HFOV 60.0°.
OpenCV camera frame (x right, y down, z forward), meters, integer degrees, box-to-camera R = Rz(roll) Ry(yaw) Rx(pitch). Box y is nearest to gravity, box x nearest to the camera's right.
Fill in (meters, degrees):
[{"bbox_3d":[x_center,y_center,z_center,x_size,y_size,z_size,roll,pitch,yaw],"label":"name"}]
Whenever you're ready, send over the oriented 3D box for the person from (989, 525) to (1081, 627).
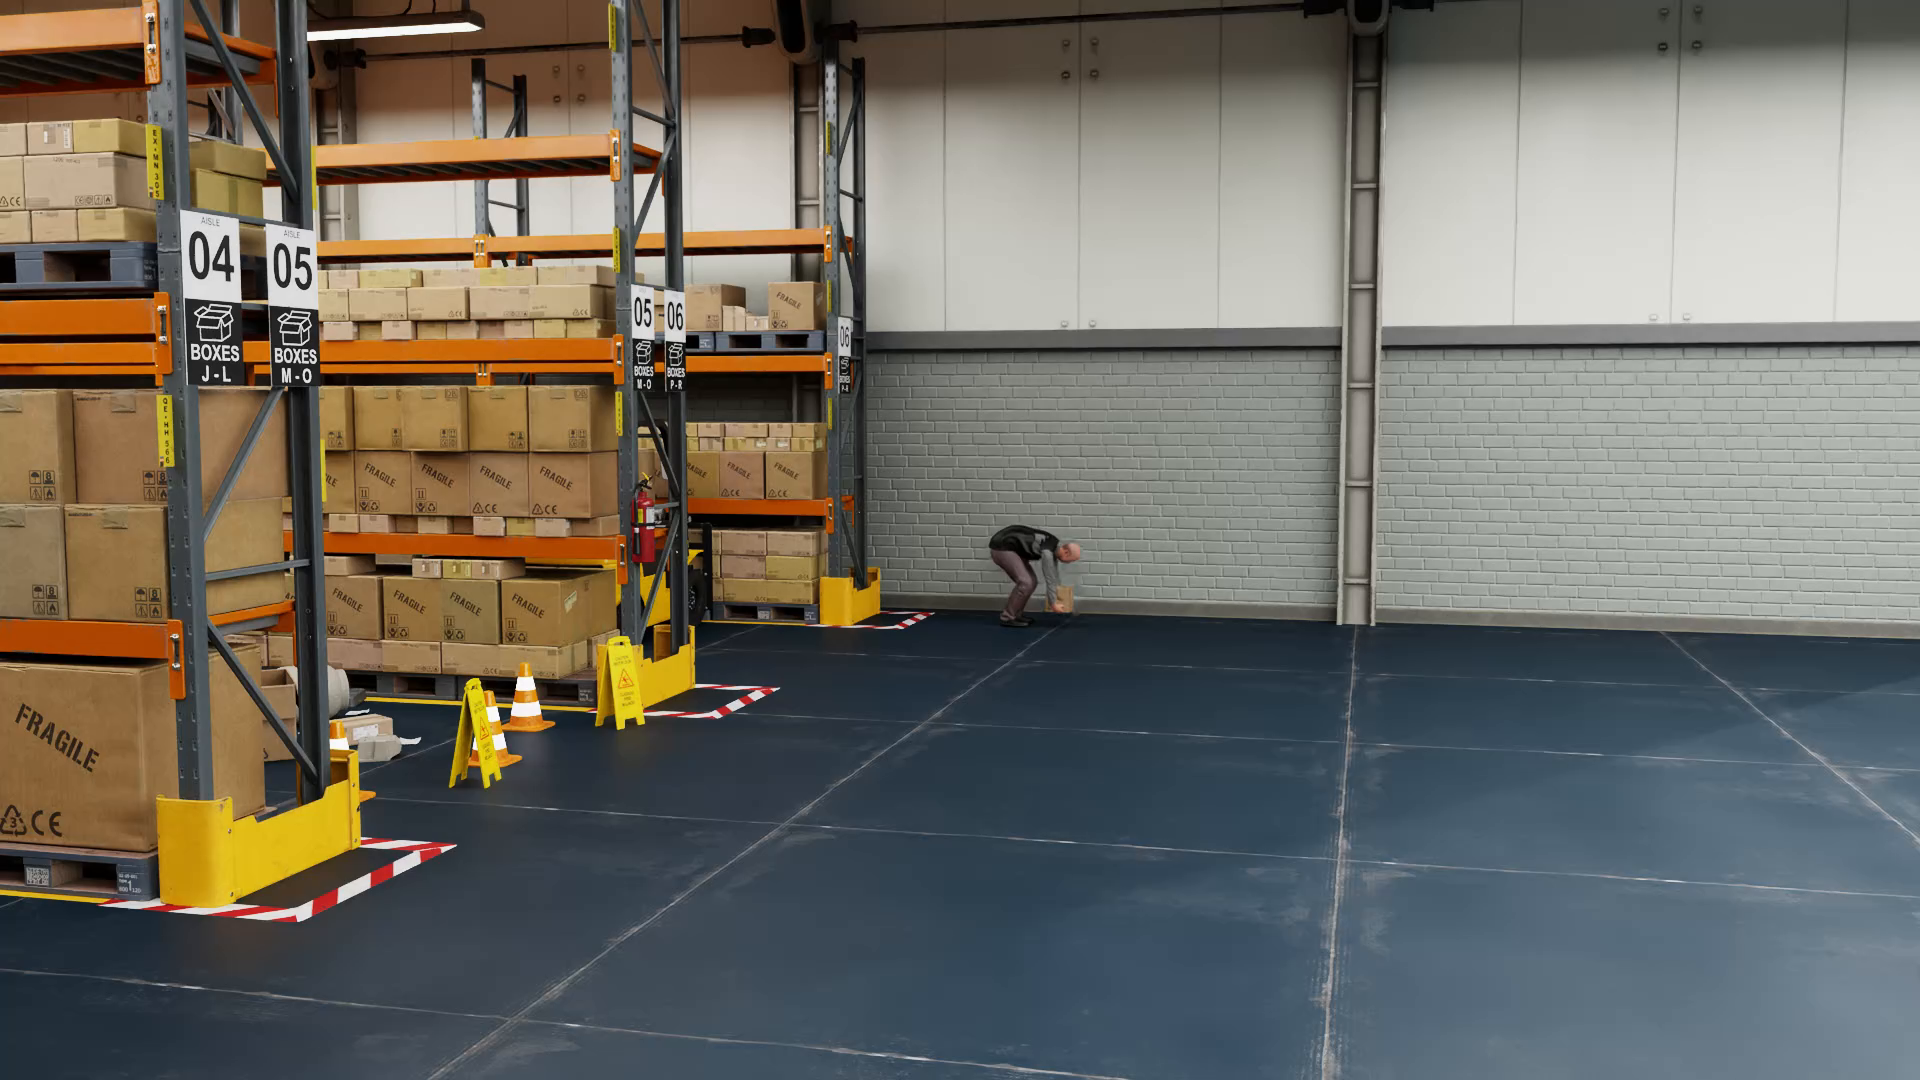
[{"bbox_3d":[0.780,0.368,17.278,0.955,1.053,0.492,1,5,11],"label":"person"}]
